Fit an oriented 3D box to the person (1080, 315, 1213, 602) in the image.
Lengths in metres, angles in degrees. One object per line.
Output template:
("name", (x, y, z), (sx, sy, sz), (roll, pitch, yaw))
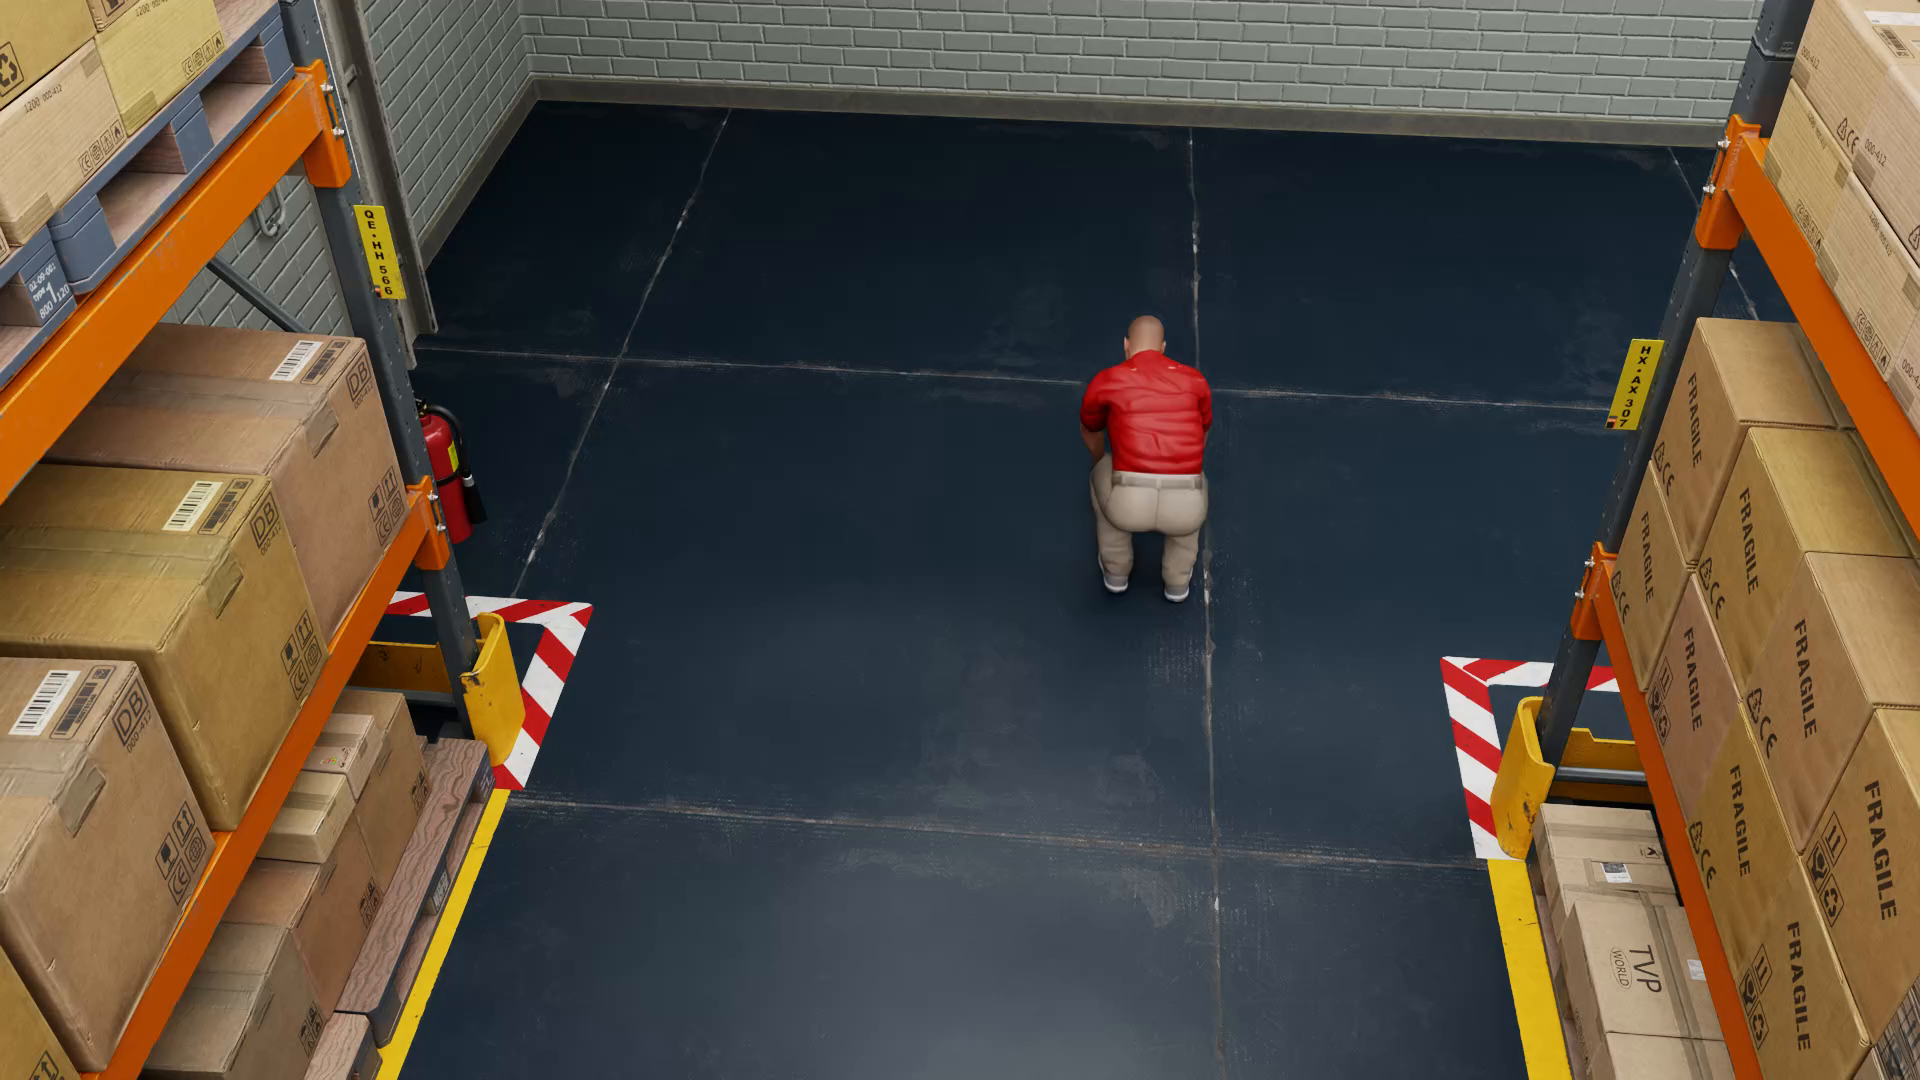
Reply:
("person", (0.783, -0.310, 7.054), (0.573, 1.077, 0.845), (3, 40, 4))
